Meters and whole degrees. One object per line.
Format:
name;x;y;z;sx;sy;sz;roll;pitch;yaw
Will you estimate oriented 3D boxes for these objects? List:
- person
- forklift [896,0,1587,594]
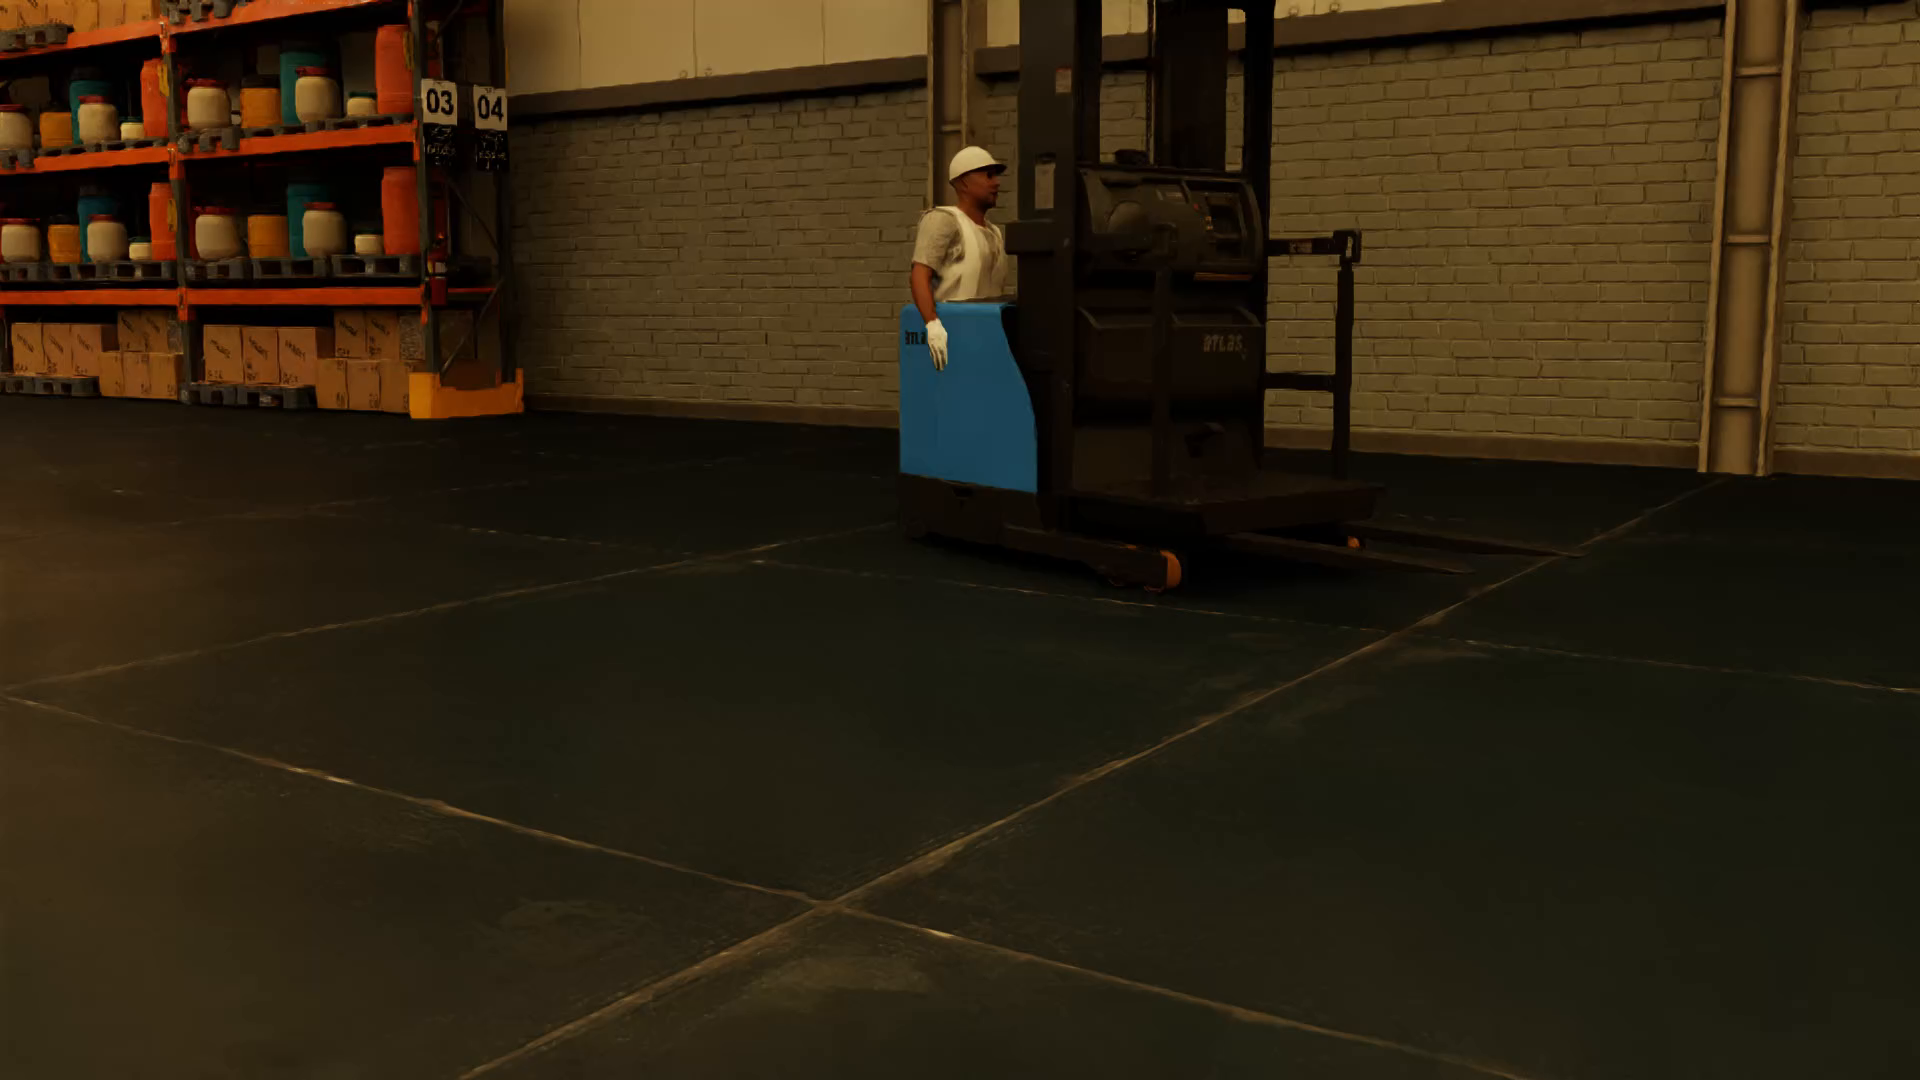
person;0.085;-0.863;7.439;0.489;1.775;0.709;5;9;31
forklift;0.984;-1.326;6.519;1.130;2.935;3.031;-6;10;-36
